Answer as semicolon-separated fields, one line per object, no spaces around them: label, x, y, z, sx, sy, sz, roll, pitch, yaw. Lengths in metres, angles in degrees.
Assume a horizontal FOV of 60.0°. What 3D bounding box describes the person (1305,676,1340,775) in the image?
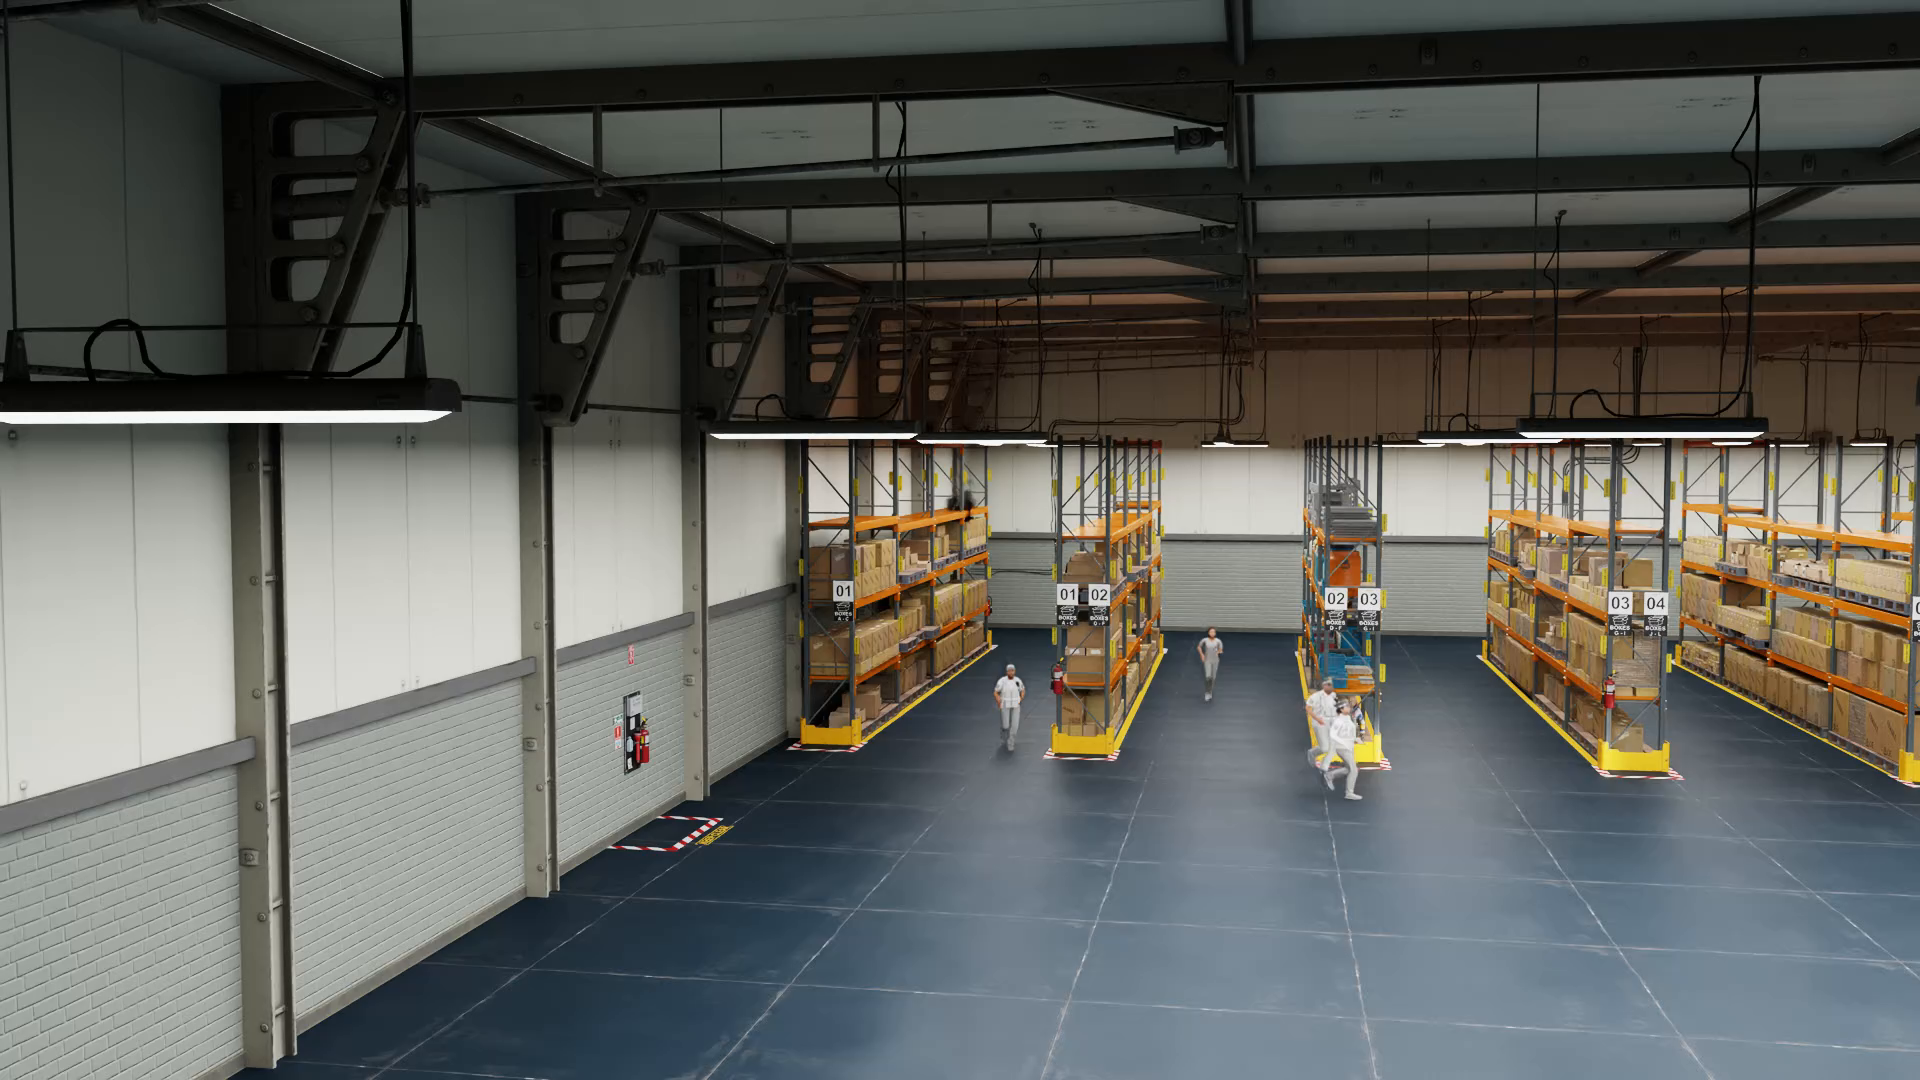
person;6.433;3.279;29.431;0.703;1.754;0.572;-1;3;-25

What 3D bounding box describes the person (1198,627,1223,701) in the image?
person;5.747;2.836;38.078;0.541;1.703;0.720;0;3;-2

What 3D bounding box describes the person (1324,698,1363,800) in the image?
person;6.277;3.418;27.302;0.687;1.647;0.620;2;4;34

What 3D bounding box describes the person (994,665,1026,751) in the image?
person;0.967;3.199;31.944;0.618;1.628;0.595;0;3;-8
